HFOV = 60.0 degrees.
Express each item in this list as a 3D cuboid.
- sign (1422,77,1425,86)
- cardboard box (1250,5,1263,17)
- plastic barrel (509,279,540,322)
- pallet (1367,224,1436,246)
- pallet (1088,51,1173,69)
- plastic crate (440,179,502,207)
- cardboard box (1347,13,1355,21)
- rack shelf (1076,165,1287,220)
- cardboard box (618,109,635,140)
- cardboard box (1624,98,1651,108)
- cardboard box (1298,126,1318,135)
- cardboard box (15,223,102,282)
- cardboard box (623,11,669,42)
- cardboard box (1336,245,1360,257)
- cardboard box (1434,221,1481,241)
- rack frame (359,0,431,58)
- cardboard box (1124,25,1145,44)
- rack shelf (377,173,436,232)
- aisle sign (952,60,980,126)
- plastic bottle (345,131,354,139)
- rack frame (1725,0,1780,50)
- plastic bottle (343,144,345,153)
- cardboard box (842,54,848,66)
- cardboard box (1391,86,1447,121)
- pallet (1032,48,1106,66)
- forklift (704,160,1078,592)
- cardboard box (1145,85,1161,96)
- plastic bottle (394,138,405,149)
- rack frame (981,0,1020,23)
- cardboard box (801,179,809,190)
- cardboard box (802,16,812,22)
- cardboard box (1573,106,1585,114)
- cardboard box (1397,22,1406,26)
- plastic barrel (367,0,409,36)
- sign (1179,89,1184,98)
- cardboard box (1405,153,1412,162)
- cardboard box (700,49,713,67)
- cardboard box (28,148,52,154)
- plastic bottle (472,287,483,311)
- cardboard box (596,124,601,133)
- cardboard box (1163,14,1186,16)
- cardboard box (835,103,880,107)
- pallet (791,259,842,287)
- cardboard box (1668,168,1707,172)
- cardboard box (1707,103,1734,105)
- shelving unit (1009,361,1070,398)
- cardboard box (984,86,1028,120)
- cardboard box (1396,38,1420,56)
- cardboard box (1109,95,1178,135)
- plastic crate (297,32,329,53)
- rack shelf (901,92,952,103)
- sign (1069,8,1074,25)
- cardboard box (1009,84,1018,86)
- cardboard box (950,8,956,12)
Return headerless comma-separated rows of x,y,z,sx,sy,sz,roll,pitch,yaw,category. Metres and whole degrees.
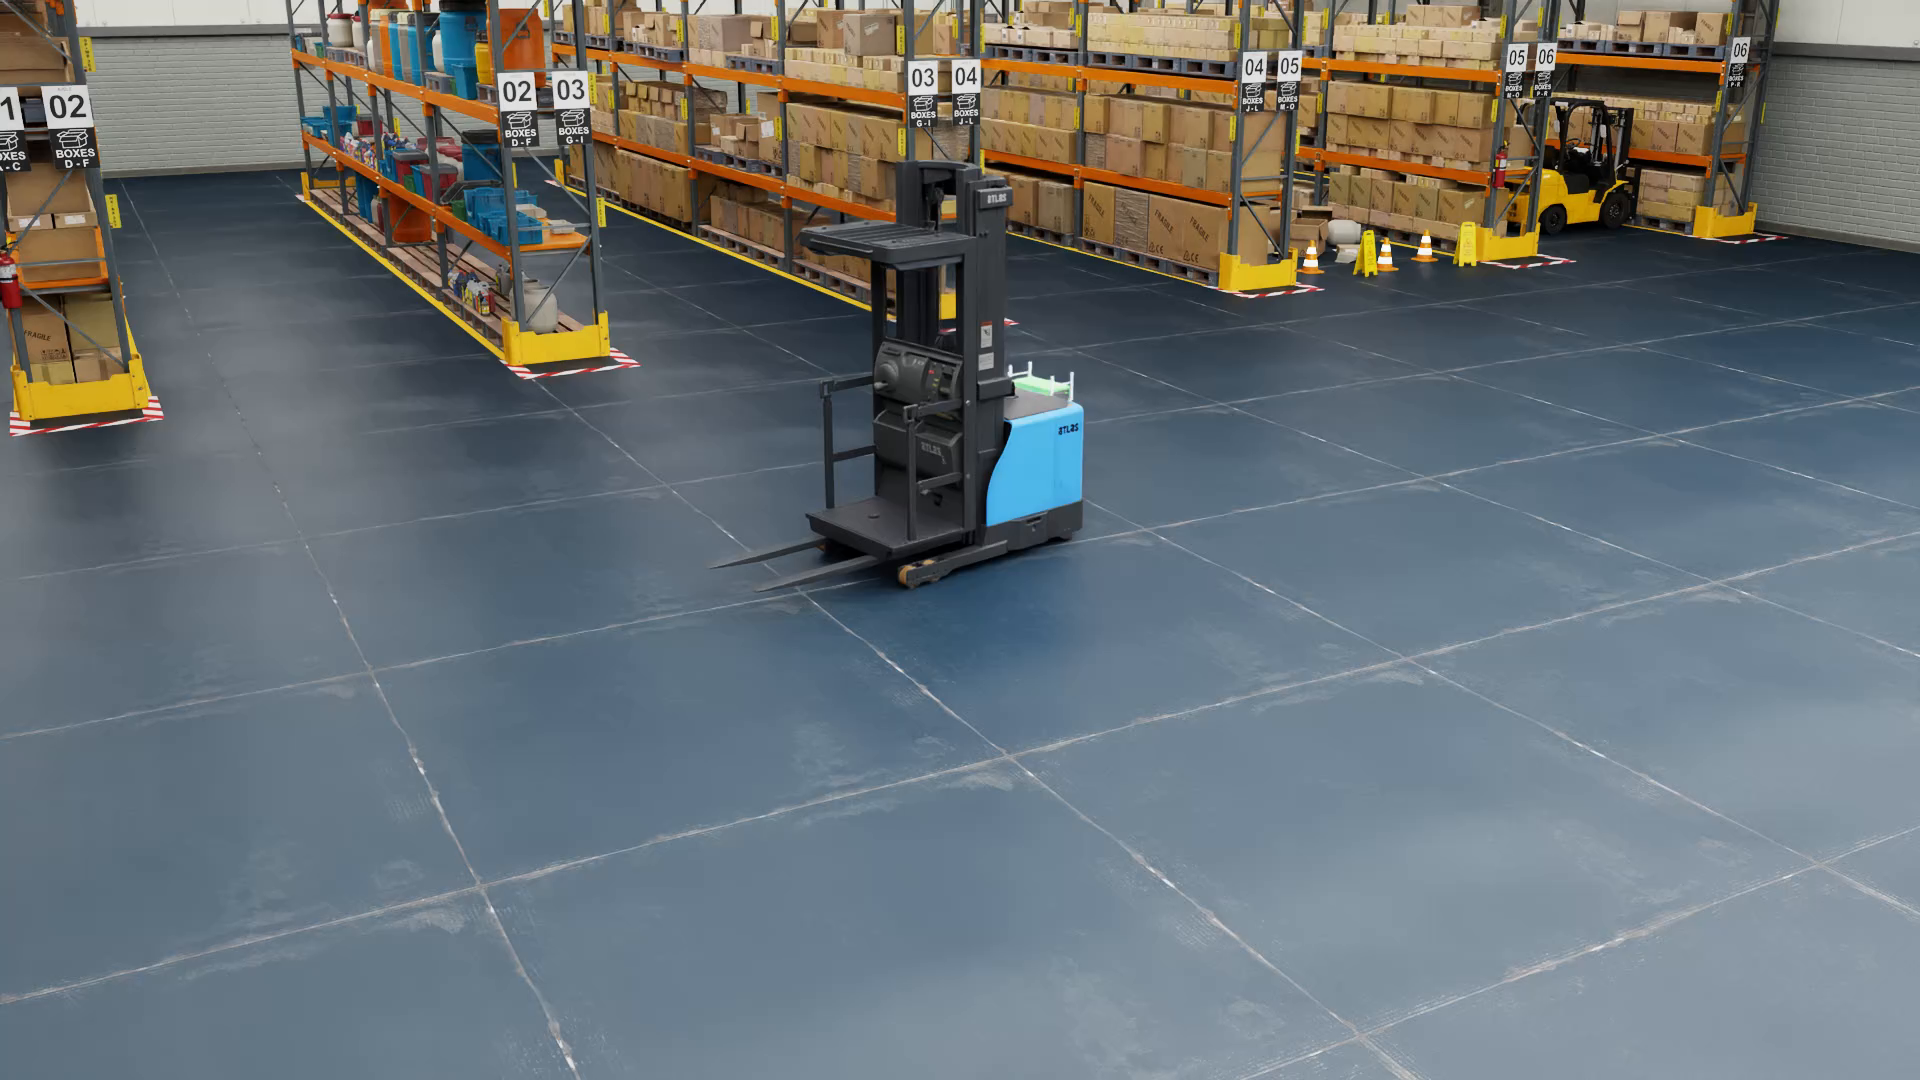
9.560,-9.516,34.336,0.100,0.325,0.005,-10,21,-27,sign
6.723,-11.862,37.317,0.500,0.250,0.500,-10,21,-27,cardboard box
-5.192,-2.857,19.982,0.421,0.512,0.421,0,19,0,plastic barrel
7.540,-5.108,27.609,1.003,0.211,1.213,-10,21,-27,pallet
2.677,-7.307,25.247,1.003,0.211,1.213,-10,21,-27,pallet
-6.337,-4.462,21.559,0.767,0.338,0.504,-10,21,-27,plastic crate
8.156,-10.911,34.718,0.380,0.149,0.250,-11,22,-28,cardboard box
3.248,-5.254,24.861,1.077,0.370,4.000,-10,21,-27,rack shelf
-5.915,-7.602,30.409,0.500,0.500,0.500,-10,21,-26,cardboard box
11.783,-7.589,28.923,0.380,0.149,0.250,-10,21,-26,cardboard box
6.119,-7.148,28.990,0.380,0.149,0.250,-10,21,-26,cardboard box
-9.146,-2.930,16.872,0.700,0.500,0.500,-10,21,-27,cardboard box
-5.630,-9.224,29.869,0.700,0.500,0.500,-9,21,-25,cardboard box
6.106,-4.531,26.034,0.380,0.149,0.250,1,19,2,cardboard box
7.874,-4.911,26.338,0.500,0.250,0.500,-10,21,-27,cardboard box
-8.373,-8.646,24.391,1.000,3.000,0.127,-10,21,-27,rack frame
2.765,-7.428,24.438,0.500,0.250,0.500,-10,22,-27,cardboard box
-7.424,-4.896,23.823,1.077,0.370,4.000,-10,21,-27,rack shelf
0.078,-5.538,20.597,0.394,0.787,0.004,-10,21,-27,aisle sign
-10.372,-6.772,28.233,0.144,0.351,0.185,-10,21,-27,plastic bottle
12.872,-9.421,26.639,1.000,3.000,0.127,-10,21,-27,rack frame
-10.340,-6.624,28.034,0.097,0.201,0.097,0,19,0,plastic bottle
-1.323,-6.308,21.833,0.380,0.149,0.250,-11,22,-29,cardboard box
7.390,-7.030,26.765,0.700,0.500,0.500,-10,21,-27,cardboard box
1.819,-7.751,26.690,0.805,0.209,1.217,-11,22,-29,pallet
-0.475,-1.226,12.191,3.031,2.935,1.121,-16,24,-38,forklift
3.980,-8.886,32.598,0.500,0.500,0.500,-10,21,-26,cardboard box
-9.095,-6.343,26.991,0.144,0.351,0.185,-10,21,-27,plastic bottle
0.908,-13.244,37.718,1.000,3.000,0.127,-10,21,-27,rack frame
-2.027,-5.060,23.583,0.380,0.149,0.250,-10,21,-27,cardboard box
-3.053,-10.687,34.754,0.510,0.500,0.996,-10,21,-26,cardboard box
11.217,-7.728,29.782,0.380,0.149,0.250,-9,21,-25,cardboard box
8.972,-10.288,33.310,0.380,0.166,0.250,-10,21,-27,cardboard box
-8.640,-7.793,25.215,0.600,0.830,0.708,-10,21,-27,plastic barrel
4.220,-8.572,31.601,0.100,0.325,0.005,-10,21,-27,sign
7.431,-6.213,26.922,0.380,0.149,0.250,-10,21,-27,cardboard box
-3.772,-7.602,26.196,0.500,0.250,0.500,-9,21,-25,cardboard box
-9.666,-3.853,17.558,0.700,0.500,0.500,-10,21,-26,cardboard box
-5.994,-3.009,20.755,0.152,0.276,0.135,-11,22,-28,plastic bottle
-6.713,-7.865,31.710,0.380,0.149,0.250,-10,21,-26,cardboard box
3.234,-7.744,24.741,0.380,0.149,0.250,-10,21,-26,cardboard box
-1.421,-5.859,23.371,0.500,0.500,0.500,-10,21,-27,cardboard box
-1.765,-3.923,24.177,1.003,0.211,1.213,-10,21,-27,pallet
12.570,-6.267,28.733,0.500,0.250,0.500,-10,21,-27,cardboard box
12.830,-7.295,28.071,0.380,0.149,0.250,-9,21,-25,cardboard box
0.645,-0.820,13.661,0.258,1.200,0.492,-15,24,-39,shelving unit
0.844,-7.561,28.758,0.700,0.500,0.500,-10,22,-27,cardboard box
7.296,-7.846,26.445,0.500,0.250,0.500,-10,21,-26,cardboard box
2.807,-6.498,25.479,0.875,0.550,0.550,-10,21,-27,cardboard box
-11.689,-9.014,30.151,0.504,0.338,0.767,-10,21,-27,plastic crate
-1.165,-6.025,22.198,0.919,0.124,3.809,-10,21,-27,rack shelf
2.320,-10.874,34.532,0.100,0.325,0.005,-10,21,-27,sign
1.374,-9.984,37.313,0.500,0.500,0.500,-10,21,-27,cardboard box
0.048,-9.517,30.189,0.396,0.266,0.258,-10,21,-27,cardboard box
